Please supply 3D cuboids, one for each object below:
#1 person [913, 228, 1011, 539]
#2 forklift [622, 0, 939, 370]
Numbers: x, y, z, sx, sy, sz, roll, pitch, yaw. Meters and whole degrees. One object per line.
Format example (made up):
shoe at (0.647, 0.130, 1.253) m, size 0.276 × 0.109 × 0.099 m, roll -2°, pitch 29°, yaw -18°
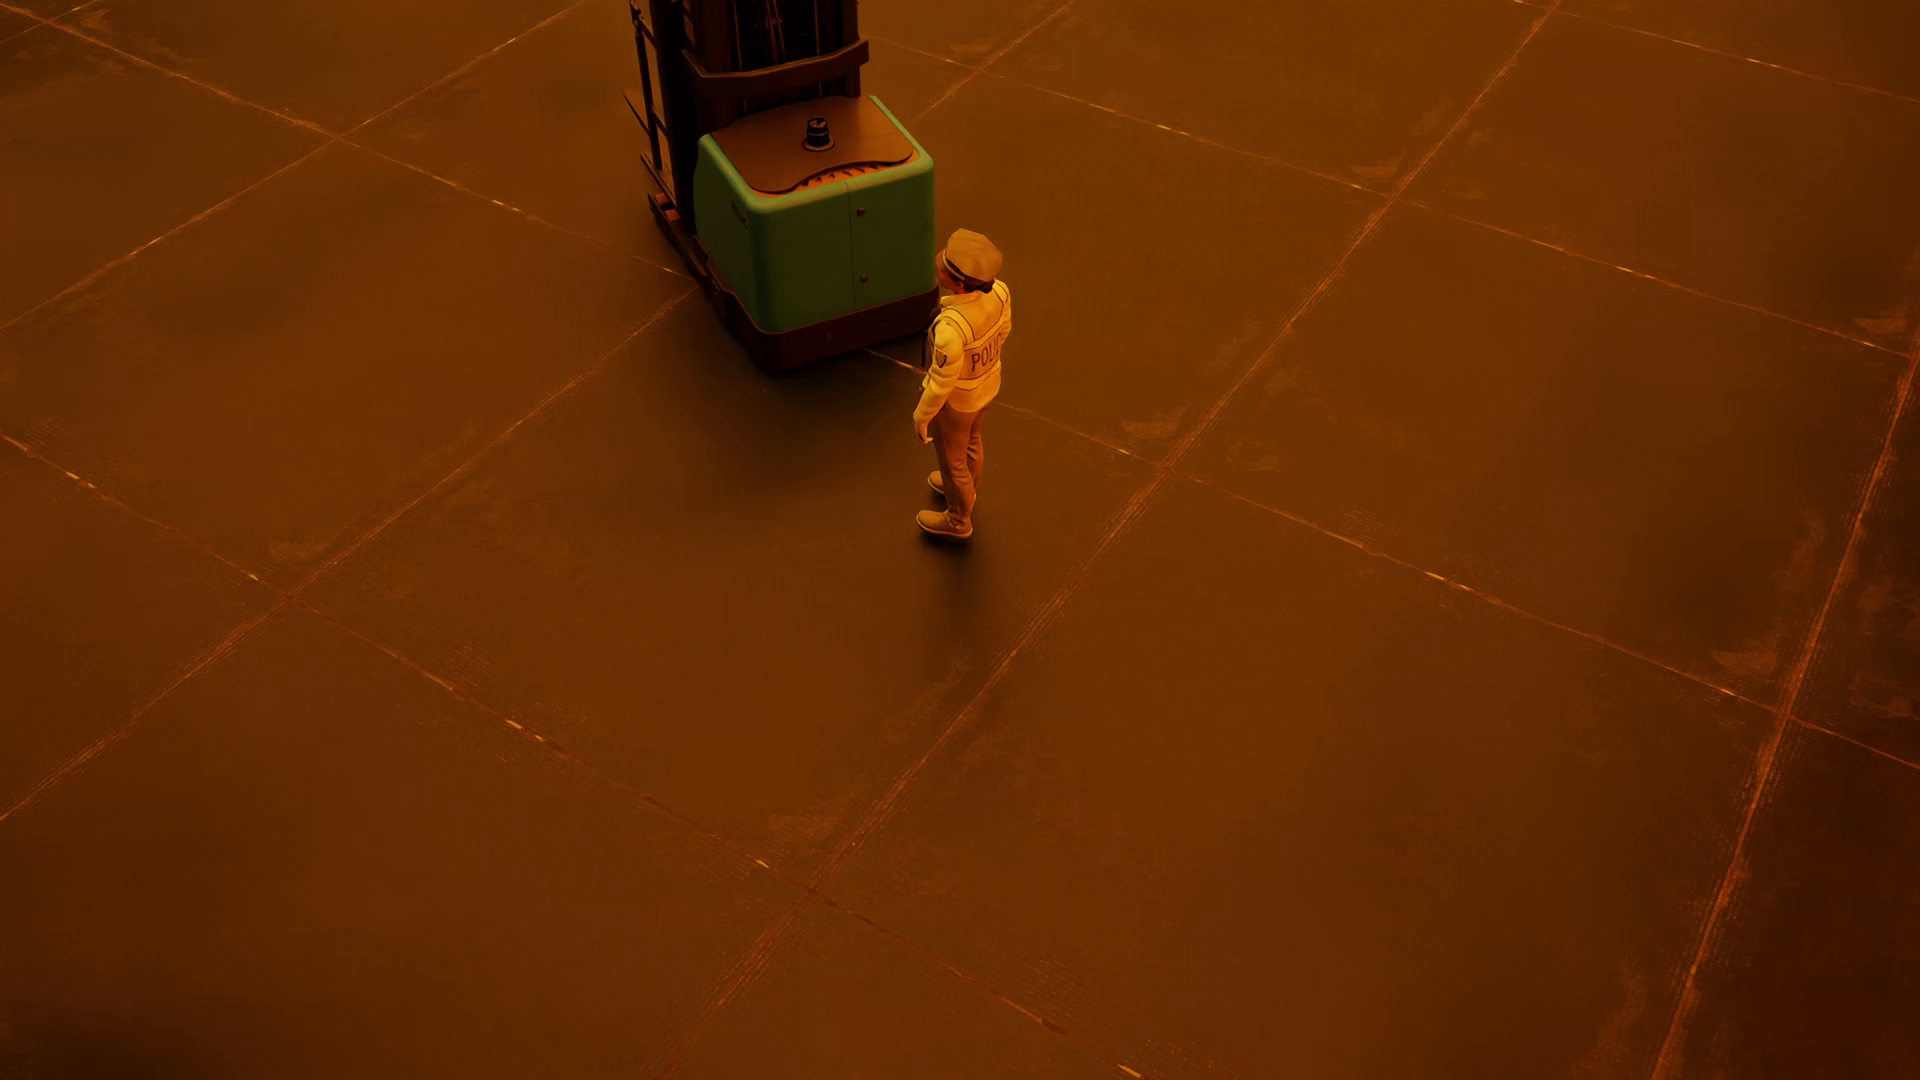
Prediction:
person at (-0.054, -0.679, 7.394) m, size 0.531 × 1.694 × 0.586 m, roll 24°, pitch 48°, yaw 23°
forklift at (-1.213, -2.981, 8.992) m, size 1.130 × 2.935 × 3.031 m, roll -19°, pitch 47°, yaw -19°
